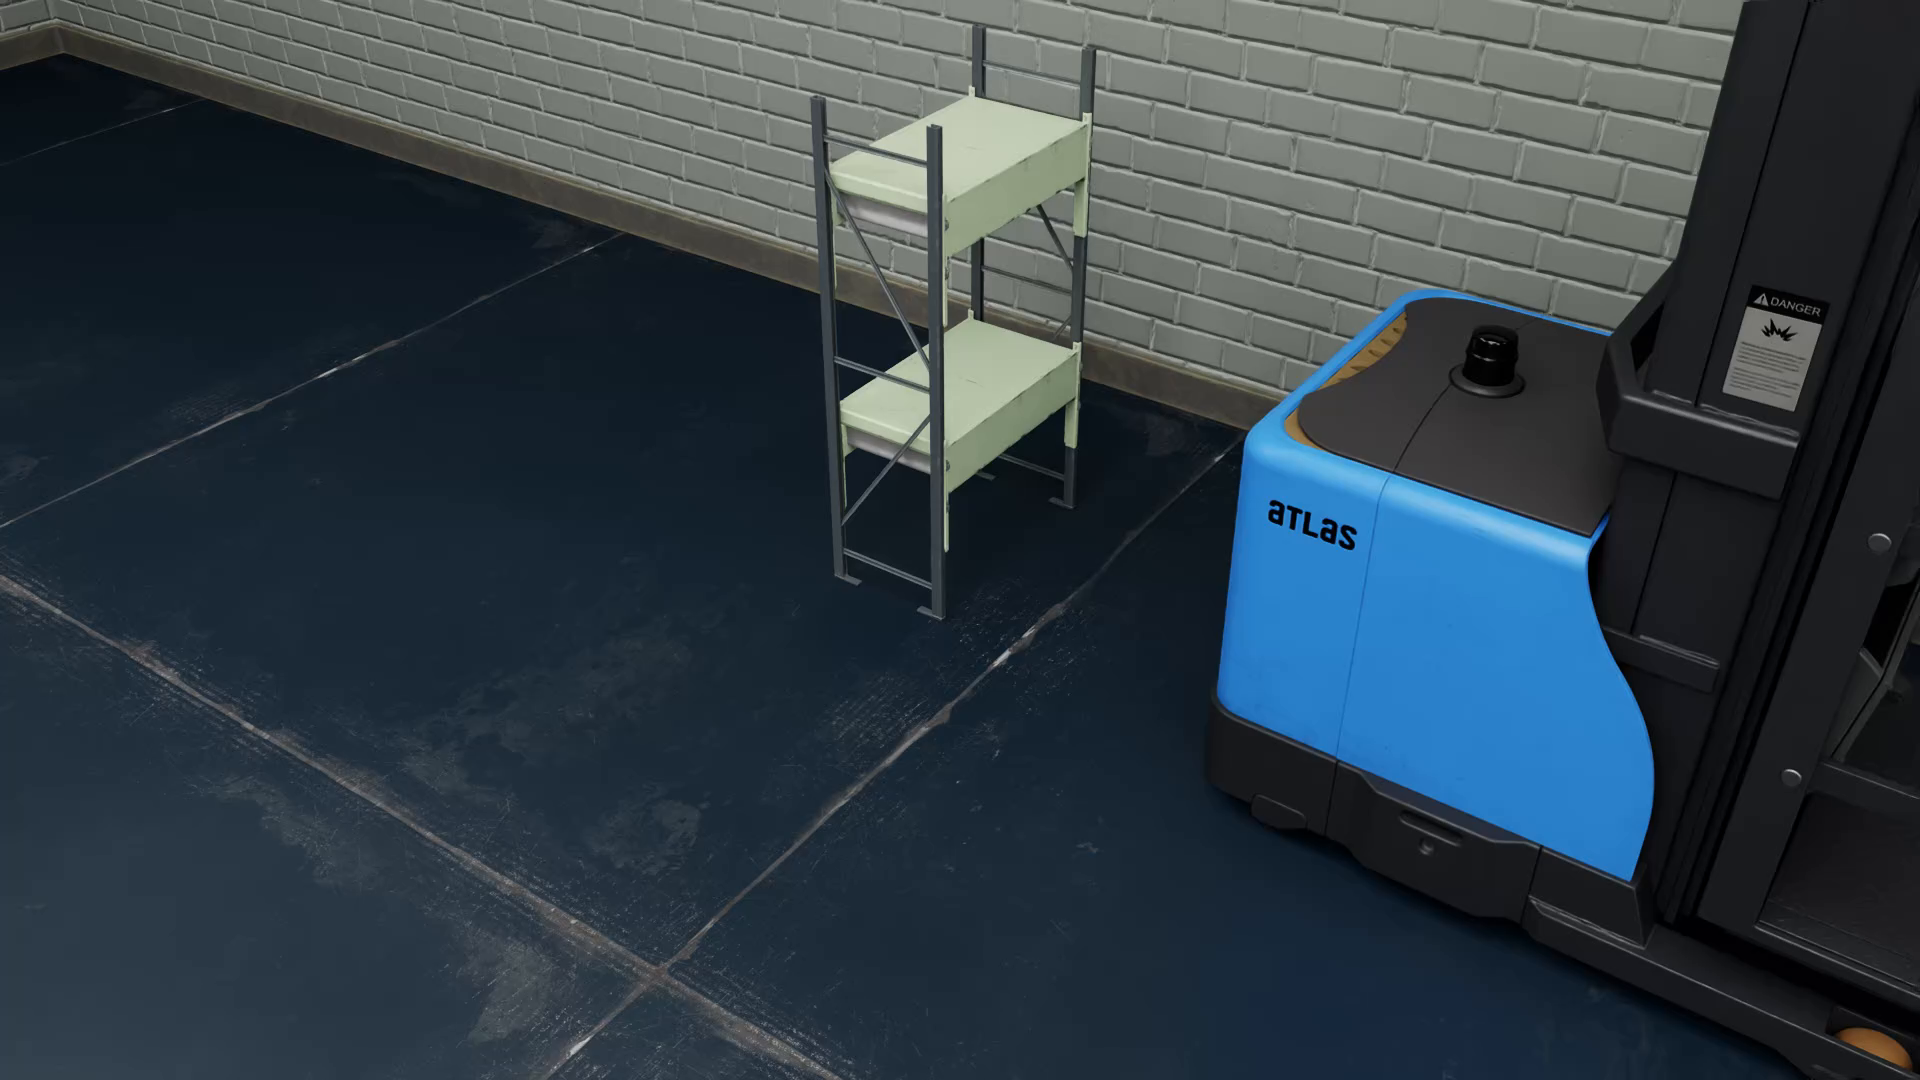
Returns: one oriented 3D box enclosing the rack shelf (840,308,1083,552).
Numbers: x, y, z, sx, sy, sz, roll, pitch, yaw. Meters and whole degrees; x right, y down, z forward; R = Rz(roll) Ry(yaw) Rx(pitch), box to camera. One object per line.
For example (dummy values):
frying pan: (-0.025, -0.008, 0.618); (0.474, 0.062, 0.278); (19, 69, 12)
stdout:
rack shelf: (-0.004, -0.348, 5.008); (0.431, 0.370, 0.720); (21, 39, 28)

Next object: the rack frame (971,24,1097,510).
rack frame: (0.205, -0.787, 5.074); (0.400, 1.500, 0.023); (21, 39, 28)

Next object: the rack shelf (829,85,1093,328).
rack shelf: (-0.004, -0.941, 4.607); (0.431, 0.370, 0.720); (21, 39, 28)

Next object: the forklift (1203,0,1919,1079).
forklift: (2.116, -0.300, 3.077); (3.031, 2.935, 1.130); (22, 40, 29)

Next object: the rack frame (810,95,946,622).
rack frame: (-0.212, -0.450, 4.576); (0.400, 1.500, 0.023); (21, 39, 28)

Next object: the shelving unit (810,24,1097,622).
shelving unit: (-0.004, -0.618, 4.825); (0.431, 1.500, 0.755); (21, 39, 28)
